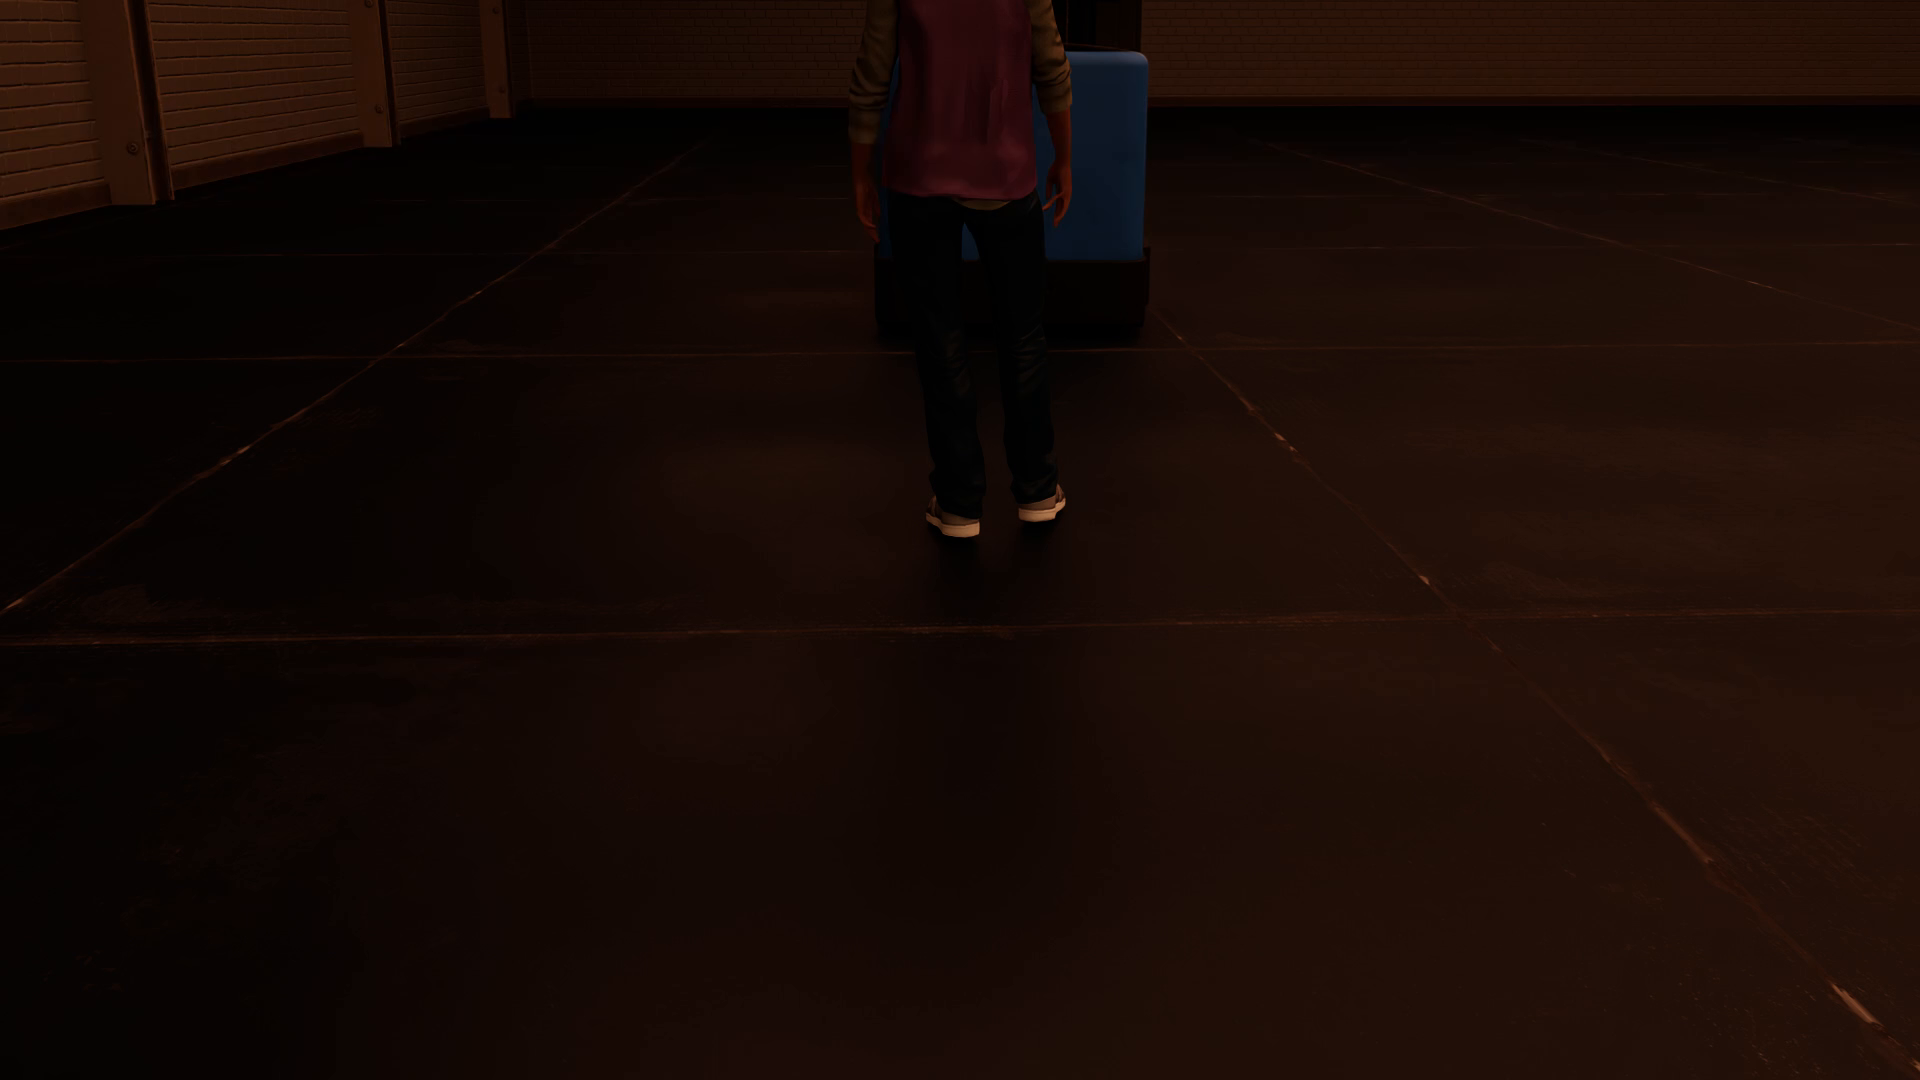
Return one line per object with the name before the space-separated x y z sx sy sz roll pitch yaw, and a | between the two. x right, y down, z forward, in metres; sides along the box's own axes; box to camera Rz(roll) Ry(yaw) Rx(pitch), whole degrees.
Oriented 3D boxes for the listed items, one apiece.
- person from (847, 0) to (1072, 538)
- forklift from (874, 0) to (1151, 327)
person | 0.010 -0.793 3.754 0.520 1.599 0.473 -1 17 -3
forklift | 0.260 -2.607 7.428 1.130 2.935 3.031 1 17 3
